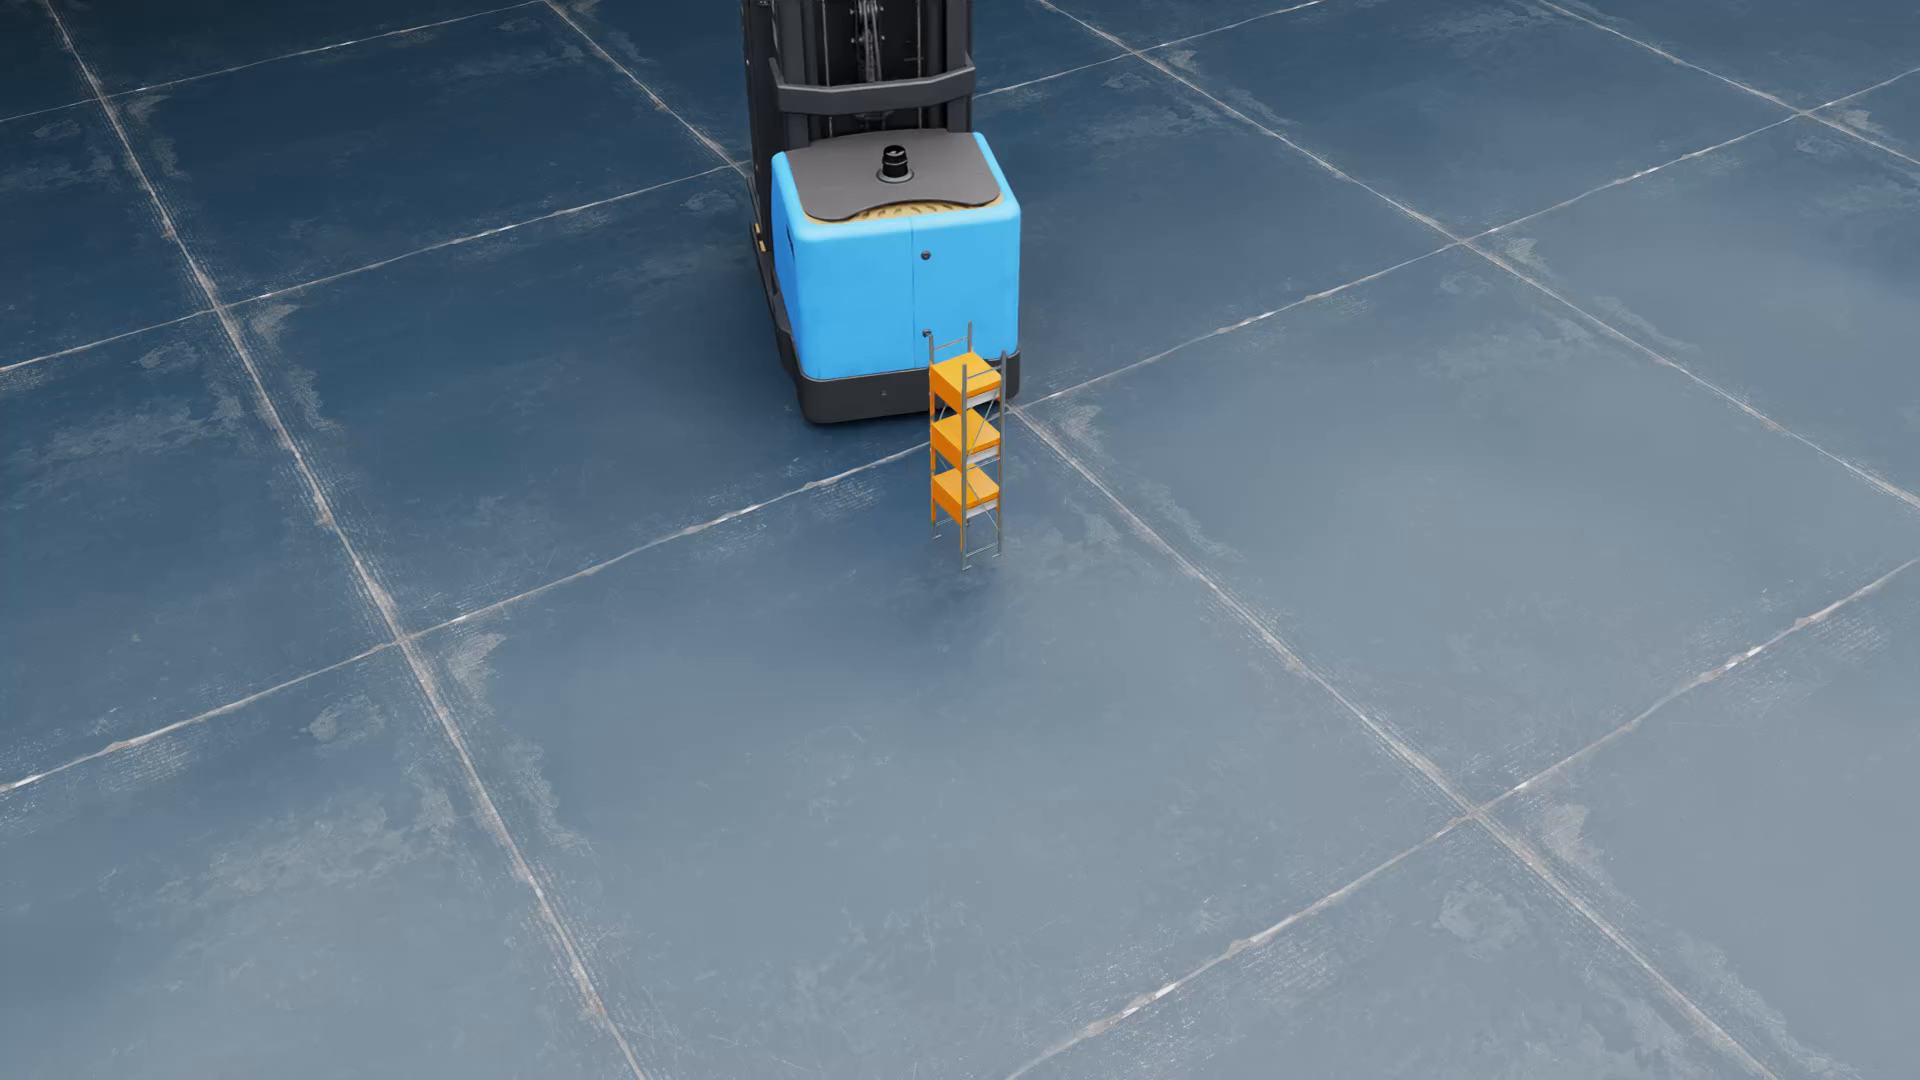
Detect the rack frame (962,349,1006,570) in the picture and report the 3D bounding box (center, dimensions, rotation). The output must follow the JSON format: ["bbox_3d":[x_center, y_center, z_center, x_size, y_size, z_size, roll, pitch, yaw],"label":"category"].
[{"bbox_3d":[0.094,-0.309,6.800,0.200,1.050,0.008,-22,45,-24],"label":"rack frame"}]

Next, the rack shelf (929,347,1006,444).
[{"bbox_3d":[0.029,-0.584,6.704,0.215,0.259,0.240,-22,45,-24],"label":"rack shelf"}]

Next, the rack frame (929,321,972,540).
[{"bbox_3d":[-0.037,-0.440,6.958,0.200,1.050,0.008,-22,45,-24],"label":"rack frame"}]

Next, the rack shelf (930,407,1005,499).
[{"bbox_3d":[0.029,-0.366,6.886,0.215,0.259,0.240,-22,45,-24],"label":"rack shelf"}]

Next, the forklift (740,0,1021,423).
[{"bbox_3d":[-0.535,-2.622,8.107,1.130,2.935,3.031,-8,40,-10],"label":"forklift"}]

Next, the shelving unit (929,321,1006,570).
[{"bbox_3d":[0.029,-0.374,6.879,0.215,1.050,0.252,-22,45,-24],"label":"shelving unit"}]

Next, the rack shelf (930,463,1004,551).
[{"bbox_3d":[0.029,-0.153,7.064,0.215,0.259,0.240,-22,45,-24],"label":"rack shelf"}]
